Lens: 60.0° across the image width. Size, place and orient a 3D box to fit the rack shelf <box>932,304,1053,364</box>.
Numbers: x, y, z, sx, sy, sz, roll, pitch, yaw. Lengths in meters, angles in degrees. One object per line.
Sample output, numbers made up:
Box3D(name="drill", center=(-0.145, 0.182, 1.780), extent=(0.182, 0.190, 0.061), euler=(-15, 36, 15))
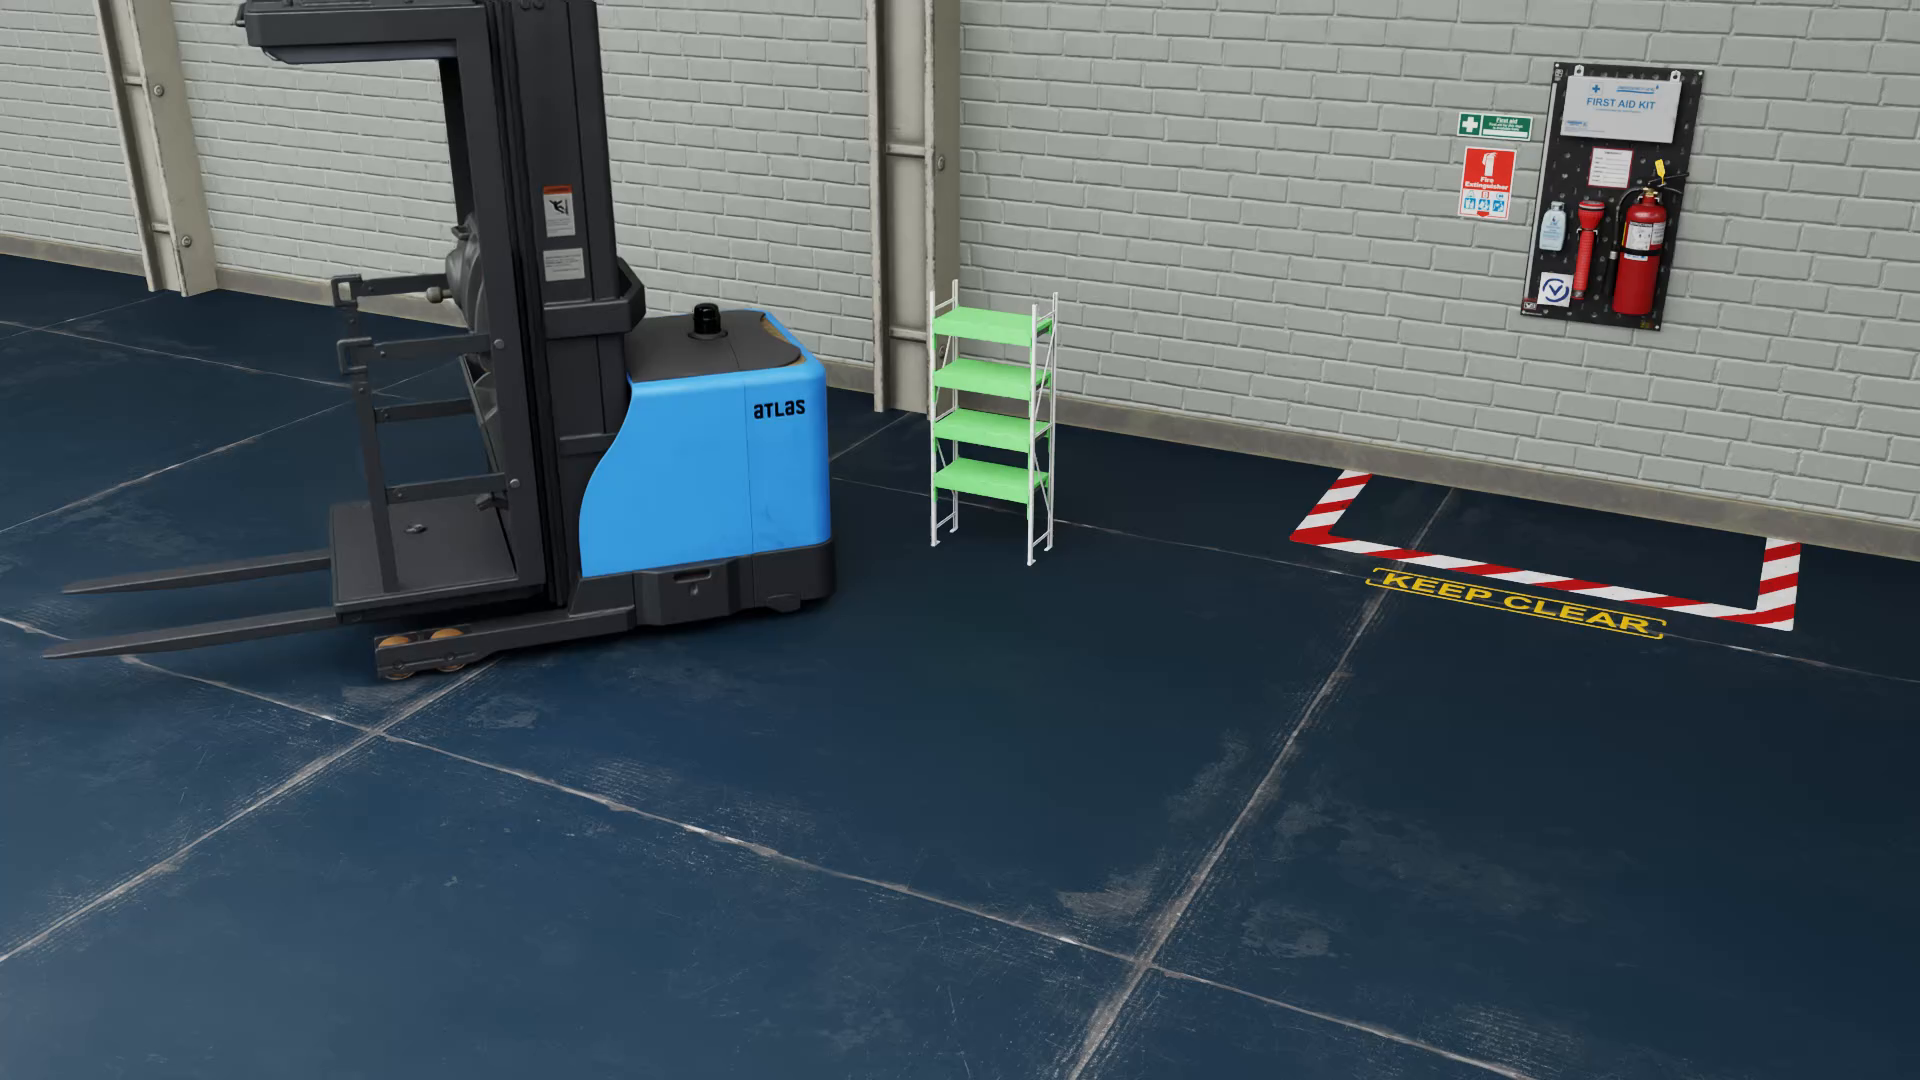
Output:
Box3D(name="rack shelf", center=(0.148, -0.906, 7.284), extent=(0.480, 0.148, 0.258), euler=(11, 25, 25))

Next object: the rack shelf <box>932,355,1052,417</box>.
Box3D(name="rack shelf", center=(0.148, -0.685, 7.378), extent=(0.480, 0.148, 0.258), euler=(11, 25, 25))

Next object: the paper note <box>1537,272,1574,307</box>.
Box3D(name="paper note", center=(2.795, -1.176, 7.808), extent=(0.142, 0.148, 0.016), euler=(11, 25, 25))

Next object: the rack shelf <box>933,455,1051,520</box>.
Box3D(name="rack shelf", center=(0.148, -0.243, 7.565), extent=(0.480, 0.148, 0.258), euler=(11, 25, 25))

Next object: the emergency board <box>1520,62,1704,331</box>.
Box3D(name="emergency board", center=(2.922, -1.526, 7.505), extent=(0.643, 1.169, 0.194), euler=(11, 25, 25))

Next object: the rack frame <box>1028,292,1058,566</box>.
Box3D(name="rack frame", center=(0.365, -0.480, 7.345), extent=(0.015, 1.200, 0.240), euler=(11, 25, 25))

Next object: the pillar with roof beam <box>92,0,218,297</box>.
Box3D(name="pillar with roof beam", center=(-7.542, -4.452, 6.721), extent=(0.400, 9.000, 9.100), euler=(11, 25, 25))

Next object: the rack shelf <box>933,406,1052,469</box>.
Box3D(name="rack shelf", center=(0.148, -0.464, 7.471), extent=(0.480, 0.148, 0.258), euler=(11, 25, 25))

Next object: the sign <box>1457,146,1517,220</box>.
Box3D(name="sign", center=(2.475, -1.676, 7.812), extent=(0.234, 0.329, 0.001), euler=(11, 25, 25))

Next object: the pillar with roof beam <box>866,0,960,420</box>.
Box3D(name="pillar with roof beam", center=(-2.187, -3.393, 4.229), extent=(0.400, 9.000, 9.100), euler=(11, 25, 25))

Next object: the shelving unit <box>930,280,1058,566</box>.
Box3D(name="shelving unit", center=(0.148, -0.523, 7.446), extent=(0.503, 1.200, 0.258), euler=(11, 25, 25))

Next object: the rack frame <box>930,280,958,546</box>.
Box3D(name="rack frame", center=(-0.070, -0.566, 7.548), extent=(0.015, 1.200, 0.240), euler=(11, 25, 25))

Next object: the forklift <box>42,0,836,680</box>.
Box3D(name="forklift", center=(-2.099, -1.038, 6.446), extent=(3.031, 2.935, 1.130), euler=(-8, 24, -19))

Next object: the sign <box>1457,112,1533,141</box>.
Box3D(name="sign", center=(2.475, -1.916, 7.699), extent=(0.331, 0.109, 0.001), euler=(11, 25, 25))
